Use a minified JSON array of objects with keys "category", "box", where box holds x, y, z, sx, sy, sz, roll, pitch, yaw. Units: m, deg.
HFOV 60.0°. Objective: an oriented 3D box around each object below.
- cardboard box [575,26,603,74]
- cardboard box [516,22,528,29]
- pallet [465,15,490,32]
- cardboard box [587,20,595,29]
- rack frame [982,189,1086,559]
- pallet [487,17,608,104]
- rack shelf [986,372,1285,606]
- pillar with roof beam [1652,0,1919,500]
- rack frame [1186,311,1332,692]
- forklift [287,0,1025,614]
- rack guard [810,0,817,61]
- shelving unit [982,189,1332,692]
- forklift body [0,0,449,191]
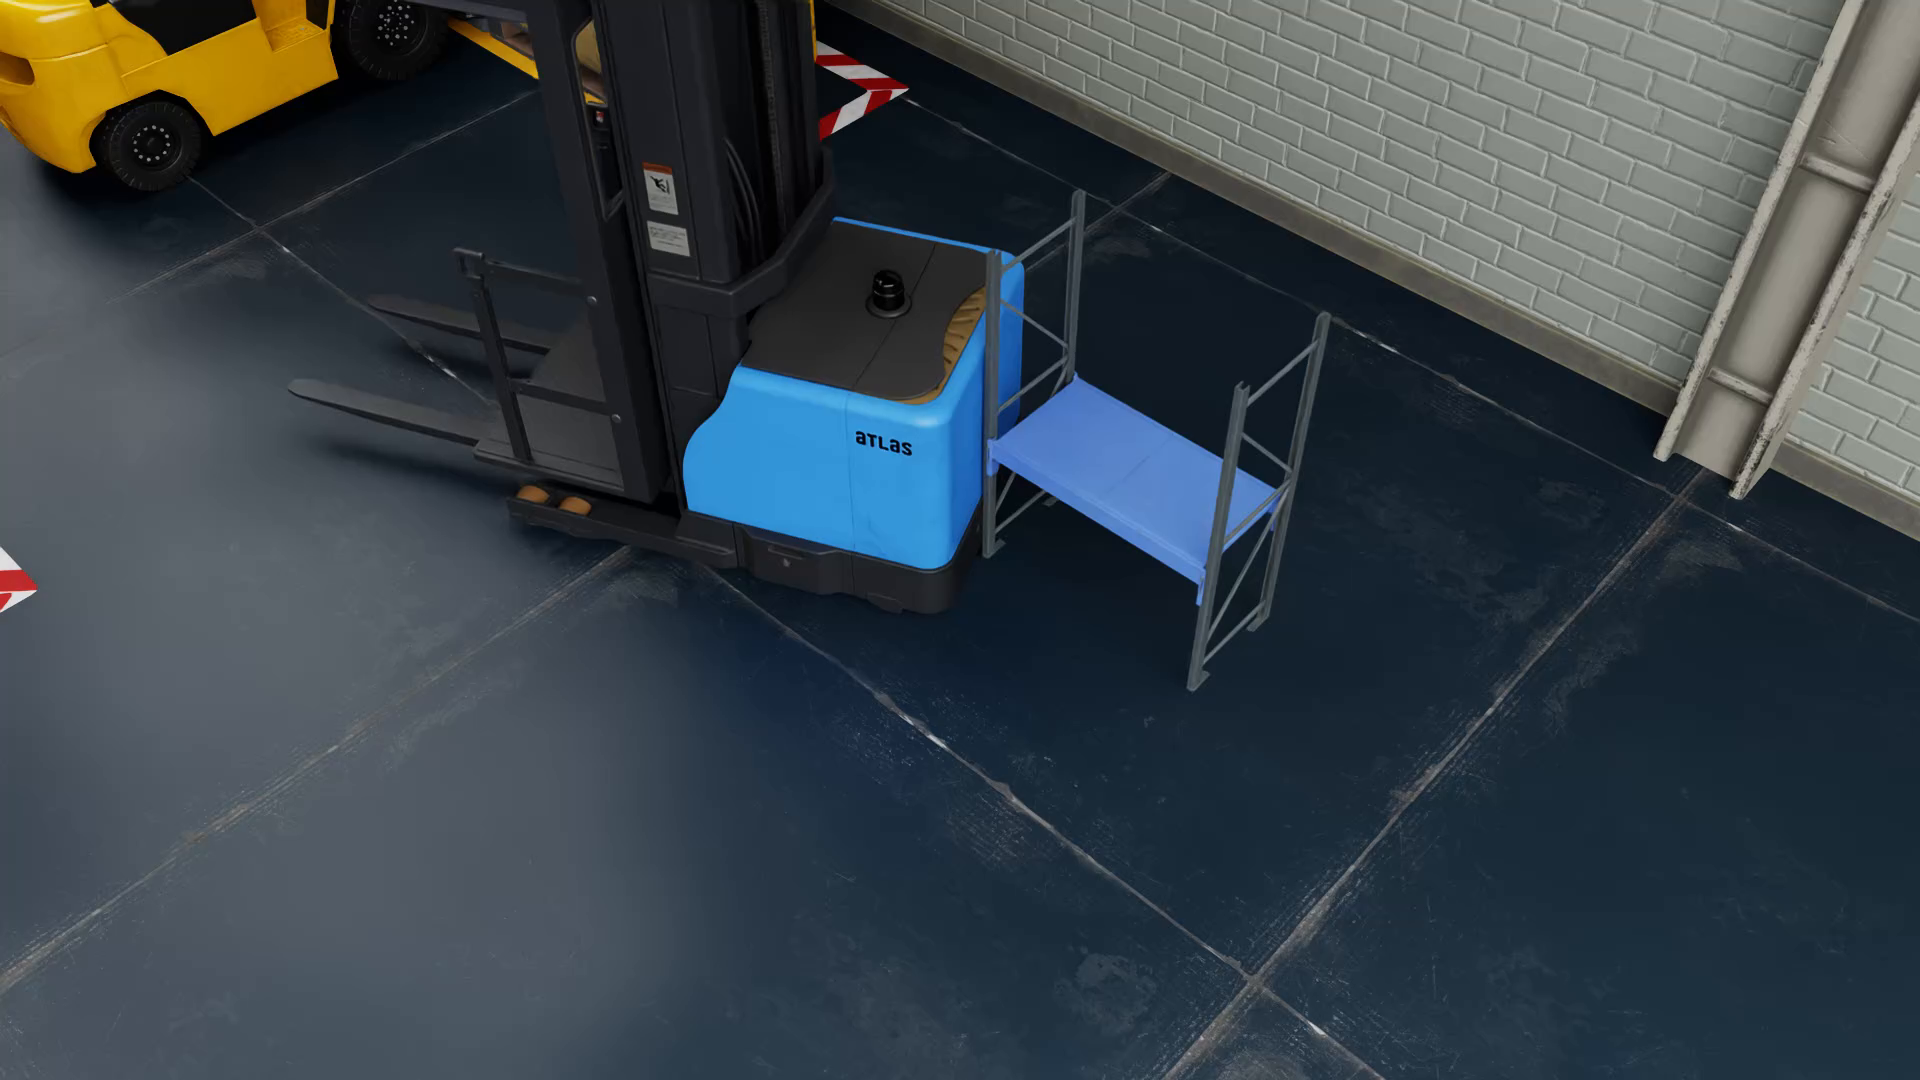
[{"category":"cardboard box","box":[-1.869,-2.775,8.896,0.500,0.250,0.500,34,56,28]},{"category":"cardboard box","box":[-2.228,-3.026,9.132,0.500,0.250,0.500,34,55,28]},{"category":"pallet","box":[-2.792,-3.514,9.905,1.213,0.211,1.003,34,55,28]},{"category":"cardboard box","box":[-1.879,-2.957,8.724,0.500,0.250,0.500,33,55,27]},{"category":"rack frame","box":[0.266,-0.580,6.266,0.032,1.500,0.500,33,55,27]},{"category":"pallet","box":[-1.900,-2.911,9.338,1.213,0.211,1.003,34,55,28]},{"category":"rack shelf","box":[0.646,-0.211,6.166,1.000,0.185,0.538,33,55,27]},{"category":"pillar with roof beam","box":[0.279,-1.117,1.627,0.400,9.000,9.100,34,55,28]},{"category":"rack frame","box":[1.025,-0.087,5.803,0.032,1.500,0.500,33,55,27]},{"category":"forklift","box":[-1.315,-1.366,6.022,3.031,2.935,1.130,14,48,13]},{"category":"rack guard","box":[-1.292,-2.642,8.888,0.348,0.500,1.175,34,55,28]},{"category":"shelving unit","box":[0.646,-0.334,6.035,1.048,1.500,0.538,33,55,27]},{"category":"forklift body","box":[-3.940,-3.180,8.260,1.214,2.155,2.313,34,55,28]}]
